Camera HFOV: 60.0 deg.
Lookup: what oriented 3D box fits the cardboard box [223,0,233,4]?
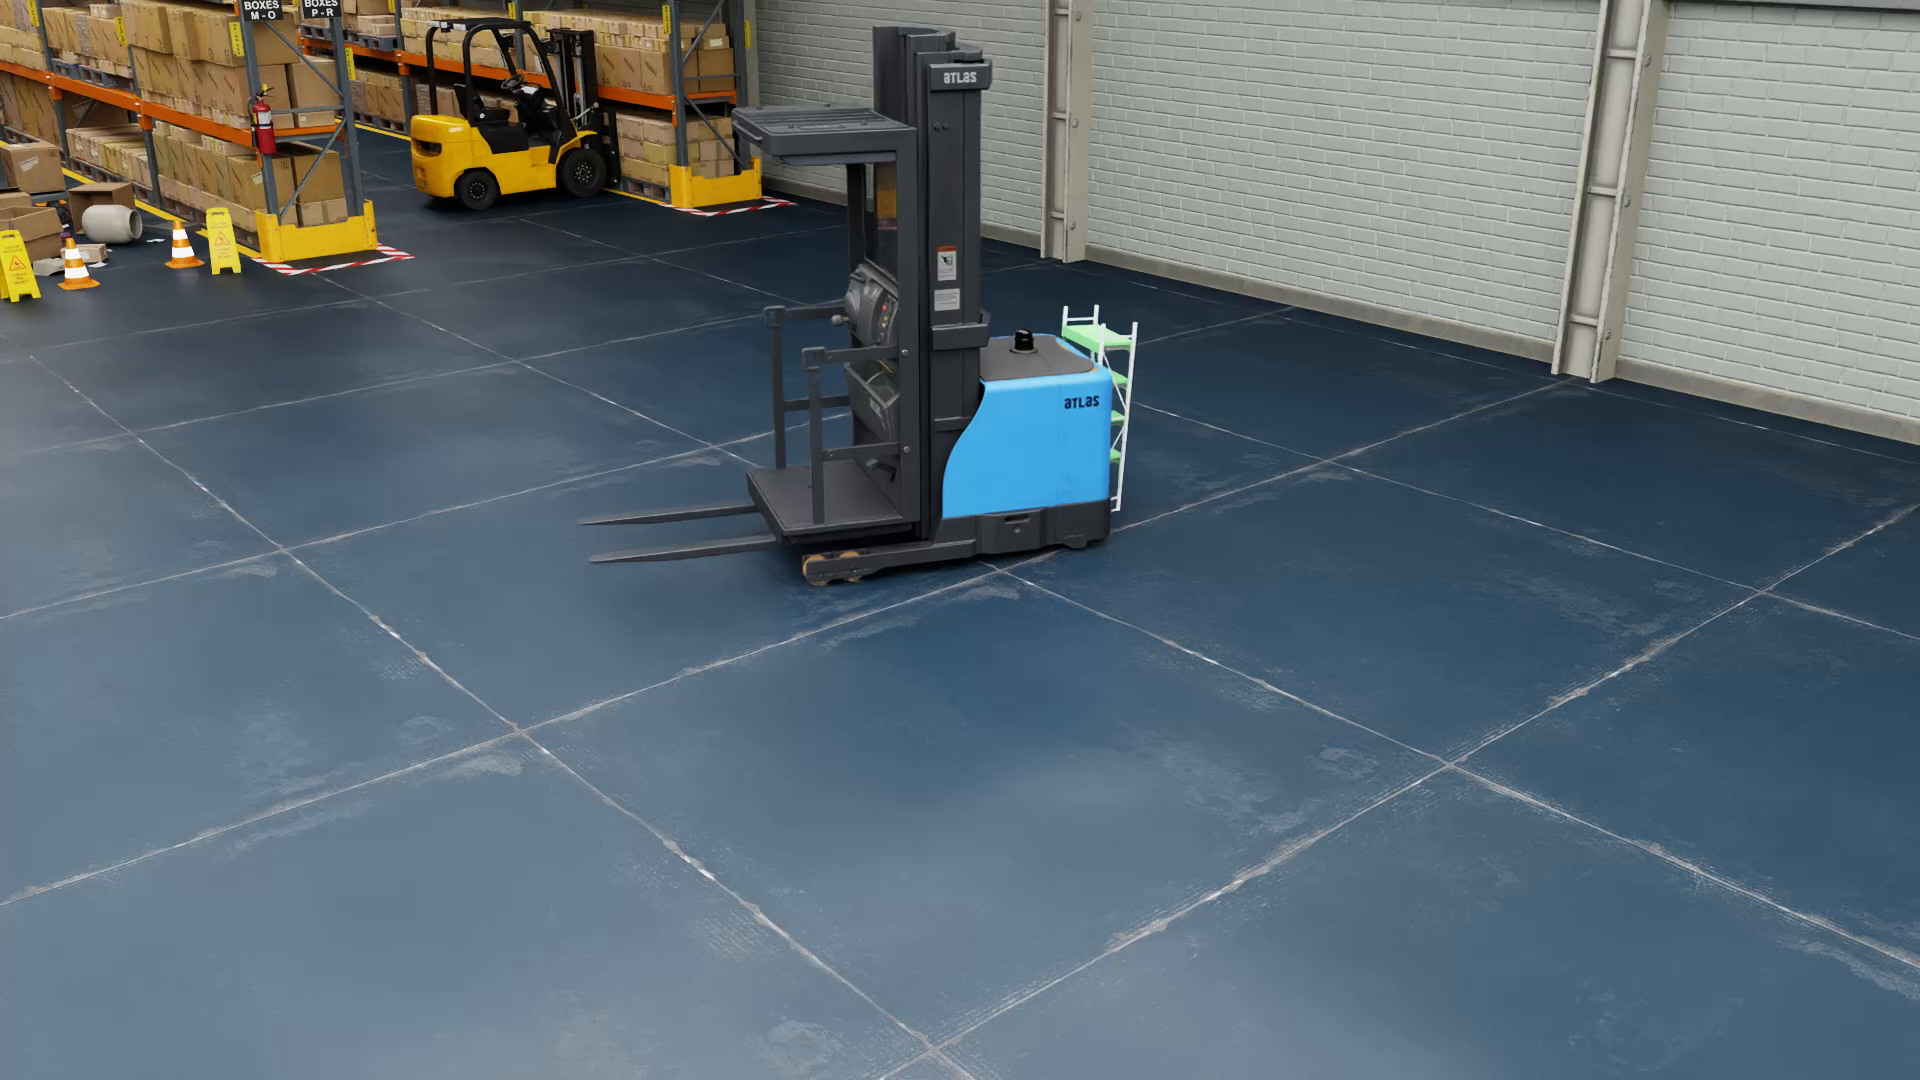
[{"bbox_3d":[-13.401,-9.935,31.034,0.500,0.250,0.500,-17,27,-37],"label":"cardboard box"}]

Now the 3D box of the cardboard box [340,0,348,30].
[{"bbox_3d":[-9.885,-8.646,27.232,0.700,0.500,0.500,-18,27,-38],"label":"cardboard box"}]

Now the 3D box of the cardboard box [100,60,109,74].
[{"bbox_3d":[-10.486,-5.922,20.759,0.380,0.149,0.250,-17,27,-37],"label":"cardboard box"}]

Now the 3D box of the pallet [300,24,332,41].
[{"bbox_3d":[-10.443,-8.614,28.128,1.003,0.211,1.213,-17,27,-37],"label":"pallet"}]

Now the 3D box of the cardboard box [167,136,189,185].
[{"bbox_3d":[-8.879,-4.450,19.398,0.500,0.500,0.500,-16,27,-35],"label":"cardboard box"}]

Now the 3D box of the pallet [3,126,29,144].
[{"bbox_3d":[-14.079,-6.274,25.714,1.003,0.211,1.213,-17,27,-37],"label":"pallet"}]

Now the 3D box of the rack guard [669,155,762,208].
[{"bbox_3d":[-3.033,-4.465,20.697,1.175,0.500,0.348,-17,27,-37],"label":"rack guard"}]

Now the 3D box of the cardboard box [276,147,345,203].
[{"bbox_3d":[-7.140,-4.012,18.280,0.500,0.500,0.500,-19,28,-39],"label":"cardboard box"}]

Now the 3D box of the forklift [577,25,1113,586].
[{"bbox_3d":[-0.684,-1.325,9.348,3.031,2.935,1.130,-7,22,-17],"label":"forklift"}]

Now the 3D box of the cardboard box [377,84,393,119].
[{"bbox_3d":[-9.028,-7.083,26.808,0.500,0.500,0.500,-18,28,-38],"label":"cardboard box"}]

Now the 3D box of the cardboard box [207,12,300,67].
[{"bbox_3d":[-7.305,-5.192,17.212,0.700,0.500,0.500,-18,28,-39],"label":"cardboard box"}]

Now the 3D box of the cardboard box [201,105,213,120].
[{"bbox_3d":[-8.101,-4.725,18.278,0.380,0.149,0.250,-18,28,-38],"label":"cardboard box"}]

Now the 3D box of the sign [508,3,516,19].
[{"bbox_3d":[-6.064,-7.111,22.547,0.100,0.325,0.005,-17,27,-37],"label":"sign"}]

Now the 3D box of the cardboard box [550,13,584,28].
[{"bbox_3d":[-5.174,-6.854,21.936,0.380,0.149,0.250,-17,27,-36],"label":"cardboard box"}]

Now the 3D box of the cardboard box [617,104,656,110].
[{"bbox_3d":[-4.195,-5.615,22.030,0.500,0.250,0.500,-18,28,-38],"label":"cardboard box"}]

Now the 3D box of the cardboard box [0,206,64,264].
[{"bbox_3d":[-9.871,-3.173,17.394,0.637,0.503,0.797,3,22,9],"label":"cardboard box"}]

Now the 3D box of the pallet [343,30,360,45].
[{"bbox_3d":[-9.544,-8.292,27.306,1.003,0.211,1.213,-17,27,-37],"label":"pallet"}]

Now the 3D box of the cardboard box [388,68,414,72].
[{"bbox_3d":[-9.260,-7.742,27.600,0.380,0.149,0.250,-17,27,-37],"label":"cardboard box"}]

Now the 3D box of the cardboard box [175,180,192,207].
[{"bbox_3d":[-8.880,-4.101,19.535,0.500,0.250,0.500,-16,26,-34],"label":"cardboard box"}]

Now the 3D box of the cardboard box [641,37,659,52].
[{"bbox_3d":[-3.676,-6.076,20.358,0.380,0.149,0.250,-17,27,-37],"label":"cardboard box"}]

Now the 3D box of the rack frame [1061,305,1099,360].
[{"bbox_3d":[0.726,-0.904,10.625,0.240,1.200,0.015,-6,22,-24],"label":"rack frame"}]

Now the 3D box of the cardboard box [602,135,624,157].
[{"bbox_3d":[-4.275,-5.122,21.457,0.500,0.250,0.500,-18,28,-39],"label":"cardboard box"}]

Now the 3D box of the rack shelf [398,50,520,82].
[{"bbox_3d":[-6.965,-6.958,24.622,1.077,0.370,4.000,-17,27,-37],"label":"rack shelf"}]

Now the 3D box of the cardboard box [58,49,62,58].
[{"bbox_3d":[-11.957,-6.607,22.509,0.380,0.149,0.250,-19,29,-40],"label":"cardboard box"}]

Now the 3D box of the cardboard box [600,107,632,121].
[{"bbox_3d":[-4.585,-5.487,21.705,0.500,0.250,0.500,-18,28,-38],"label":"cardboard box"}]

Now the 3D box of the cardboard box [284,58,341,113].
[{"bbox_3d":[-6.906,-4.834,17.669,0.500,0.500,0.500,-18,28,-38],"label":"cardboard box"}]

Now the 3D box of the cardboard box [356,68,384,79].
[{"bbox_3d":[-9.751,-7.708,27.514,0.380,0.149,0.250,-17,27,-37],"label":"cardboard box"}]

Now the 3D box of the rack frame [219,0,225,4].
[{"bbox_3d":[-13.493,-10.056,31.545,1.000,3.000,0.127,-17,27,-37],"label":"rack frame"}]

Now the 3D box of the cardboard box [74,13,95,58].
[{"bbox_3d":[-10.892,-6.436,21.184,0.500,0.500,0.500,-19,28,-39],"label":"cardboard box"}]

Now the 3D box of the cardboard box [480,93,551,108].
[{"bbox_3d":[-6.509,-6.188,24.350,0.875,0.625,0.625,-18,28,-38],"label":"cardboard box"}]

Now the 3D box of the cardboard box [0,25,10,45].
[{"bbox_3d":[-13.563,-7.320,24.080,0.500,0.250,0.500,-18,28,-39],"label":"cardboard box"}]

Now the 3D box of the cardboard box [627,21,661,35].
[{"bbox_3d":[-3.924,-6.384,20.736,0.380,0.149,0.250,-17,27,-37],"label":"cardboard box"}]

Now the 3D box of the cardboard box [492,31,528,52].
[{"bbox_3d":[-6.174,-6.978,23.207,0.500,0.250,0.500,-18,28,-39],"label":"cardboard box"}]

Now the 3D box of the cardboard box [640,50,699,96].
[{"bbox_3d":[-3.569,-5.755,20.428,0.500,0.500,0.500,-18,28,-39],"label":"cardboard box"}]

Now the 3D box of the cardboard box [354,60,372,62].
[{"bbox_3d":[-10.423,-8.251,28.900,0.380,0.149,0.250,-19,28,-39],"label":"cardboard box"}]

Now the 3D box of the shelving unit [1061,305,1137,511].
[{"bbox_3d":[0.826,-0.822,10.418,0.258,1.200,0.503,-6,22,-24],"label":"shelving unit"}]

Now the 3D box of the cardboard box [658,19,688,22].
[{"bbox_3d":[-3.585,-6.488,21.001,0.380,0.149,0.250,-17,27,-37],"label":"cardboard box"}]

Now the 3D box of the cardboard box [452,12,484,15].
[{"bbox_3d":[-7.192,-7.633,24.332,0.380,0.149,0.250,-17,27,-37],"label":"cardboard box"}]

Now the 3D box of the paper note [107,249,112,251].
[{"bbox_3d":[-9.189,-3.130,17.962,0.032,0.001,0.123,-17,27,-37],"label":"paper note"}]

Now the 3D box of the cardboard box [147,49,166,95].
[{"bbox_3d":[-8.996,-5.422,19.168,0.500,0.500,0.500,-18,27,-38],"label":"cardboard box"}]

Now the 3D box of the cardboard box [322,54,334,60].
[{"bbox_3d":[-10.643,-8.200,28.361,0.380,0.149,0.250,-19,28,-40],"label":"cardboard box"}]

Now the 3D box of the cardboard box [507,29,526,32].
[{"bbox_3d":[-6.051,-7.130,23.049,0.380,0.149,0.250,-16,27,-36],"label":"cardboard box"}]

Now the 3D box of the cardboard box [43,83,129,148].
[{"bbox_3d":[-12.416,-6.080,23.731,0.875,0.875,0.875,-18,28,-38],"label":"cardboard box"}]

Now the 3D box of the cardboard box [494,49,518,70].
[{"bbox_3d":[-6.187,-6.747,23.304,0.500,0.250,0.500,-17,27,-36],"label":"cardboard box"}]

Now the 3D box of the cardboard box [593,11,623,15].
[{"bbox_3d":[-4.696,-7.008,22.328,0.380,0.149,0.250,-18,28,-38],"label":"cardboard box"}]

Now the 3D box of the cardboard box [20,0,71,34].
[{"bbox_3d":[-12.564,-7.255,22.887,0.500,0.500,0.500,-18,28,-39],"label":"cardboard box"}]

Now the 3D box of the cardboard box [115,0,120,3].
[{"bbox_3d":[-10.747,-6.961,21.632,0.380,0.149,0.250,-19,28,-40],"label":"cardboard box"}]

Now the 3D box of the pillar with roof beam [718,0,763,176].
[{"bbox_3d":[-6.082,-7.811,17.587,9.100,9.000,0.400,-17,27,-37],"label":"pillar with roof beam"}]

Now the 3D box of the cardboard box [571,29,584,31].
[{"bbox_3d":[-4.837,-6.578,21.638,0.380,0.149,0.250,-19,28,-39],"label":"cardboard box"}]

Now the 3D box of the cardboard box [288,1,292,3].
[{"bbox_3d":[-12.336,-9.780,30.638,0.500,0.250,0.500,-16,27,-36],"label":"cardboard box"}]

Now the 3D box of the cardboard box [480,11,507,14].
[{"bbox_3d":[-6.888,-7.733,24.587,0.380,0.149,0.250,-16,27,-36],"label":"cardboard box"}]
